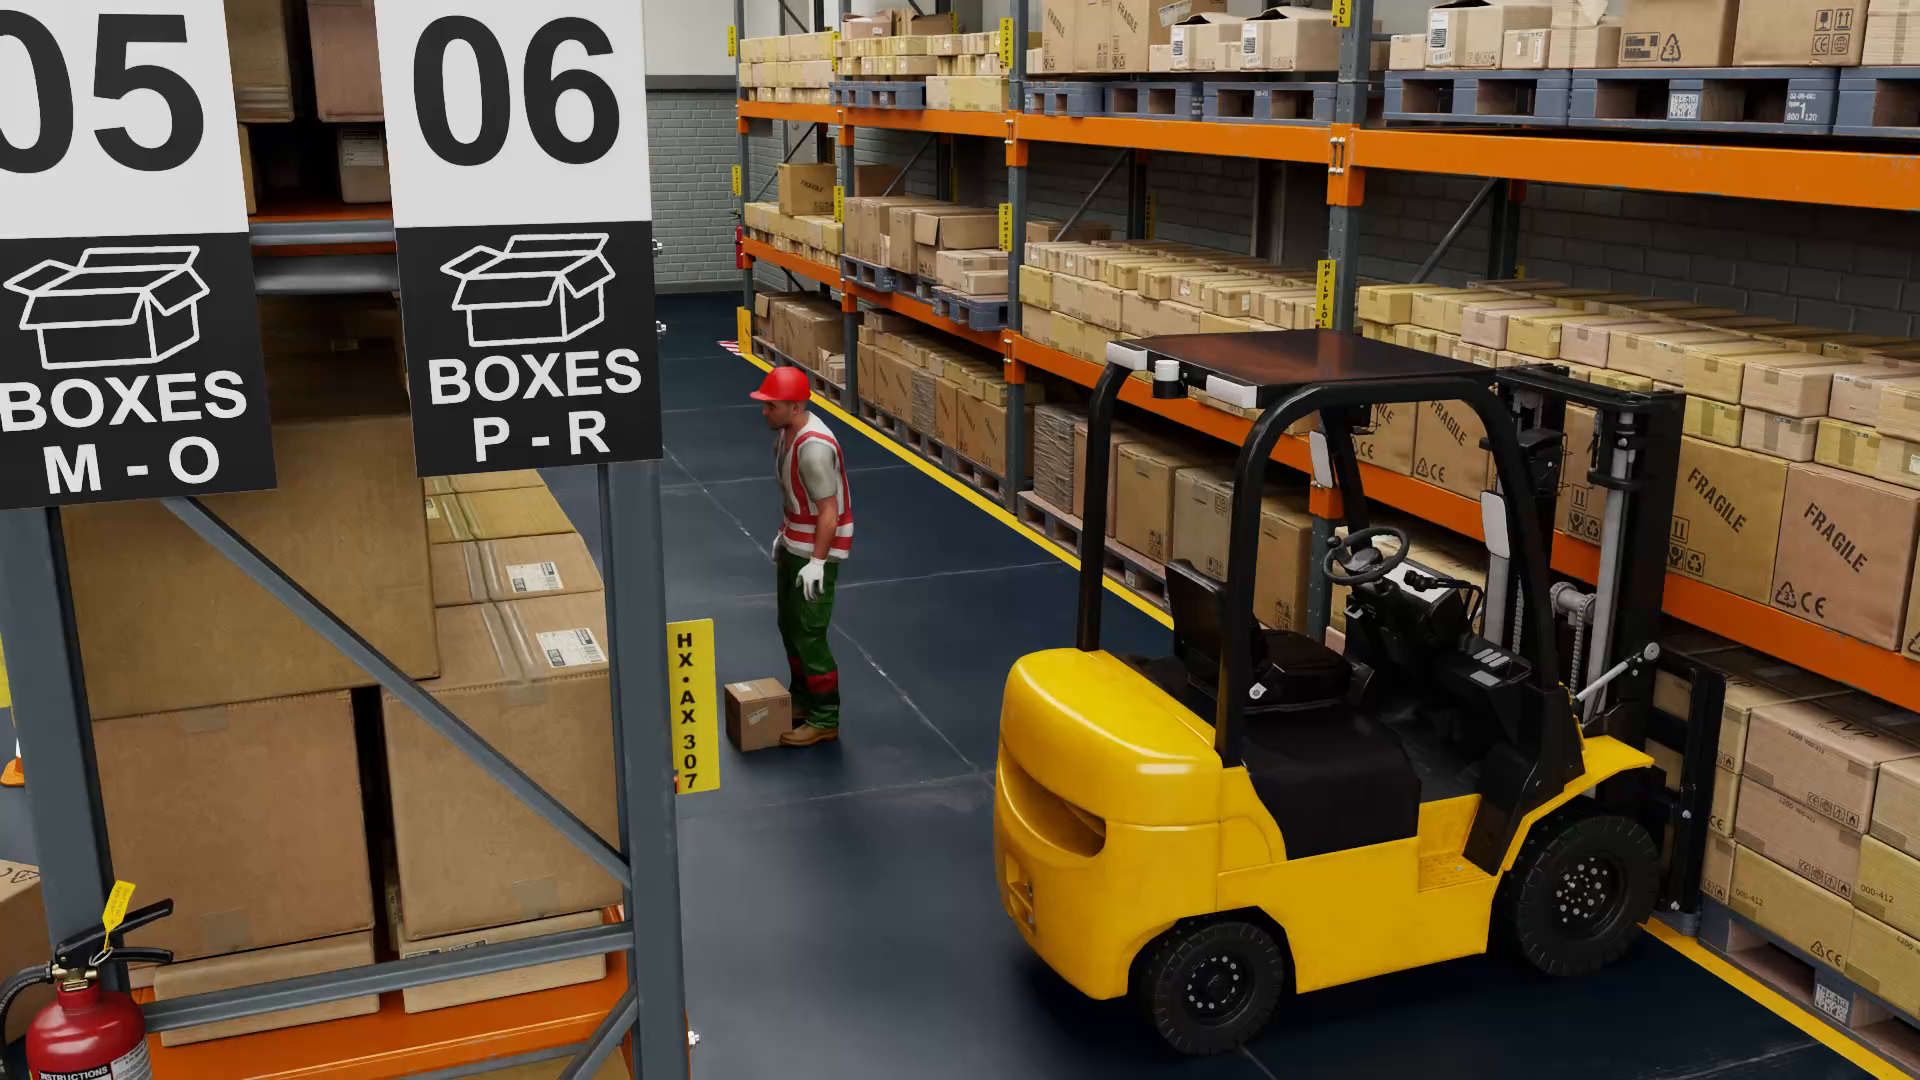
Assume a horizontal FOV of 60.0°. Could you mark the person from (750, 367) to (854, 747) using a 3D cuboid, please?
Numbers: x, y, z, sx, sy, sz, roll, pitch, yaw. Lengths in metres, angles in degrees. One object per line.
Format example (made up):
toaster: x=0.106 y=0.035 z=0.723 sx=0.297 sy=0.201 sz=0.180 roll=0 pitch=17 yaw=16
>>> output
person: x=-0.741 y=0.066 z=7.759 sx=0.452 sy=1.778 sz=0.603 roll=-6 pitch=17 yaw=-21
